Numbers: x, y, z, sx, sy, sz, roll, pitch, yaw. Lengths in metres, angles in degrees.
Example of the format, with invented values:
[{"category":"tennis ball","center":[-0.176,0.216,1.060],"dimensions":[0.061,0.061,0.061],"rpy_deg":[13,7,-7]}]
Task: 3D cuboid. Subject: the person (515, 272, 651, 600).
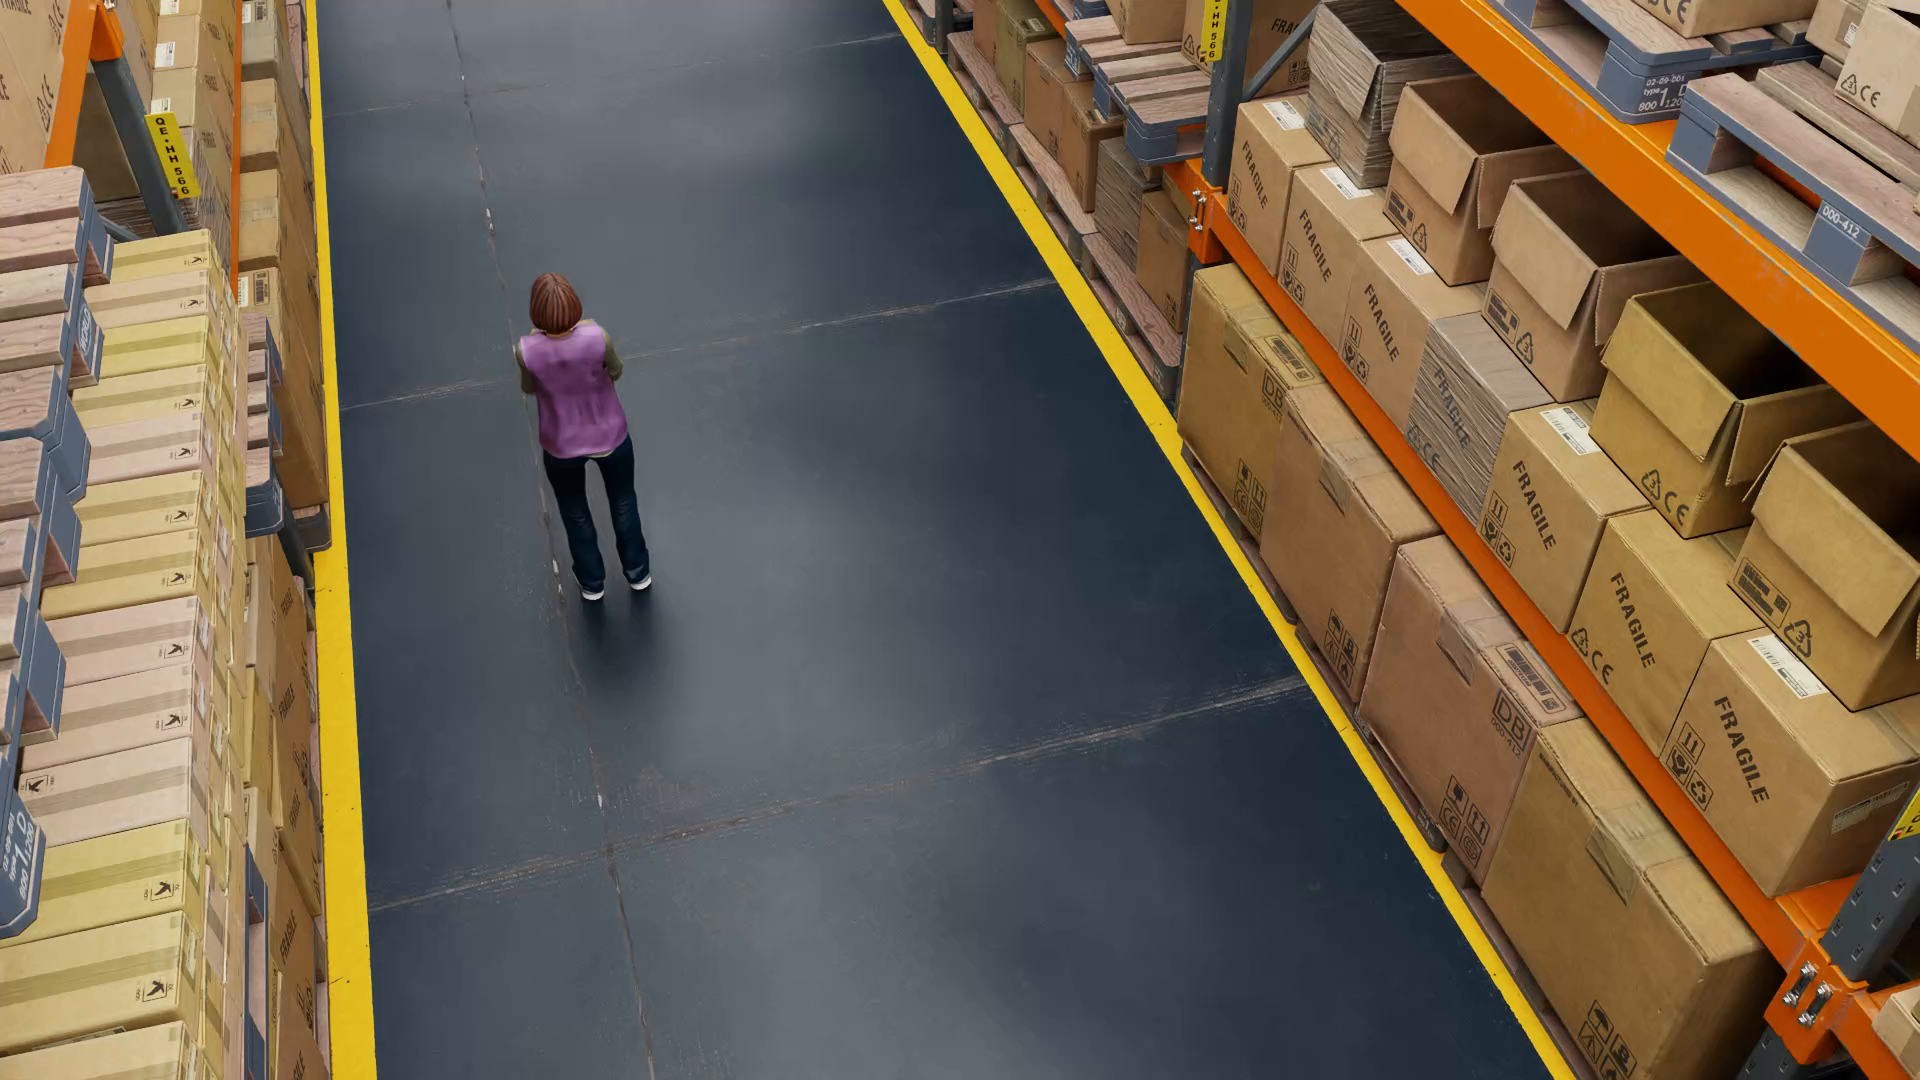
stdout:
[{"category":"person","center":[-1.513,-0.458,6.667],"dimensions":[0.405,1.593,0.489],"rpy_deg":[-11,44,-12]}]
